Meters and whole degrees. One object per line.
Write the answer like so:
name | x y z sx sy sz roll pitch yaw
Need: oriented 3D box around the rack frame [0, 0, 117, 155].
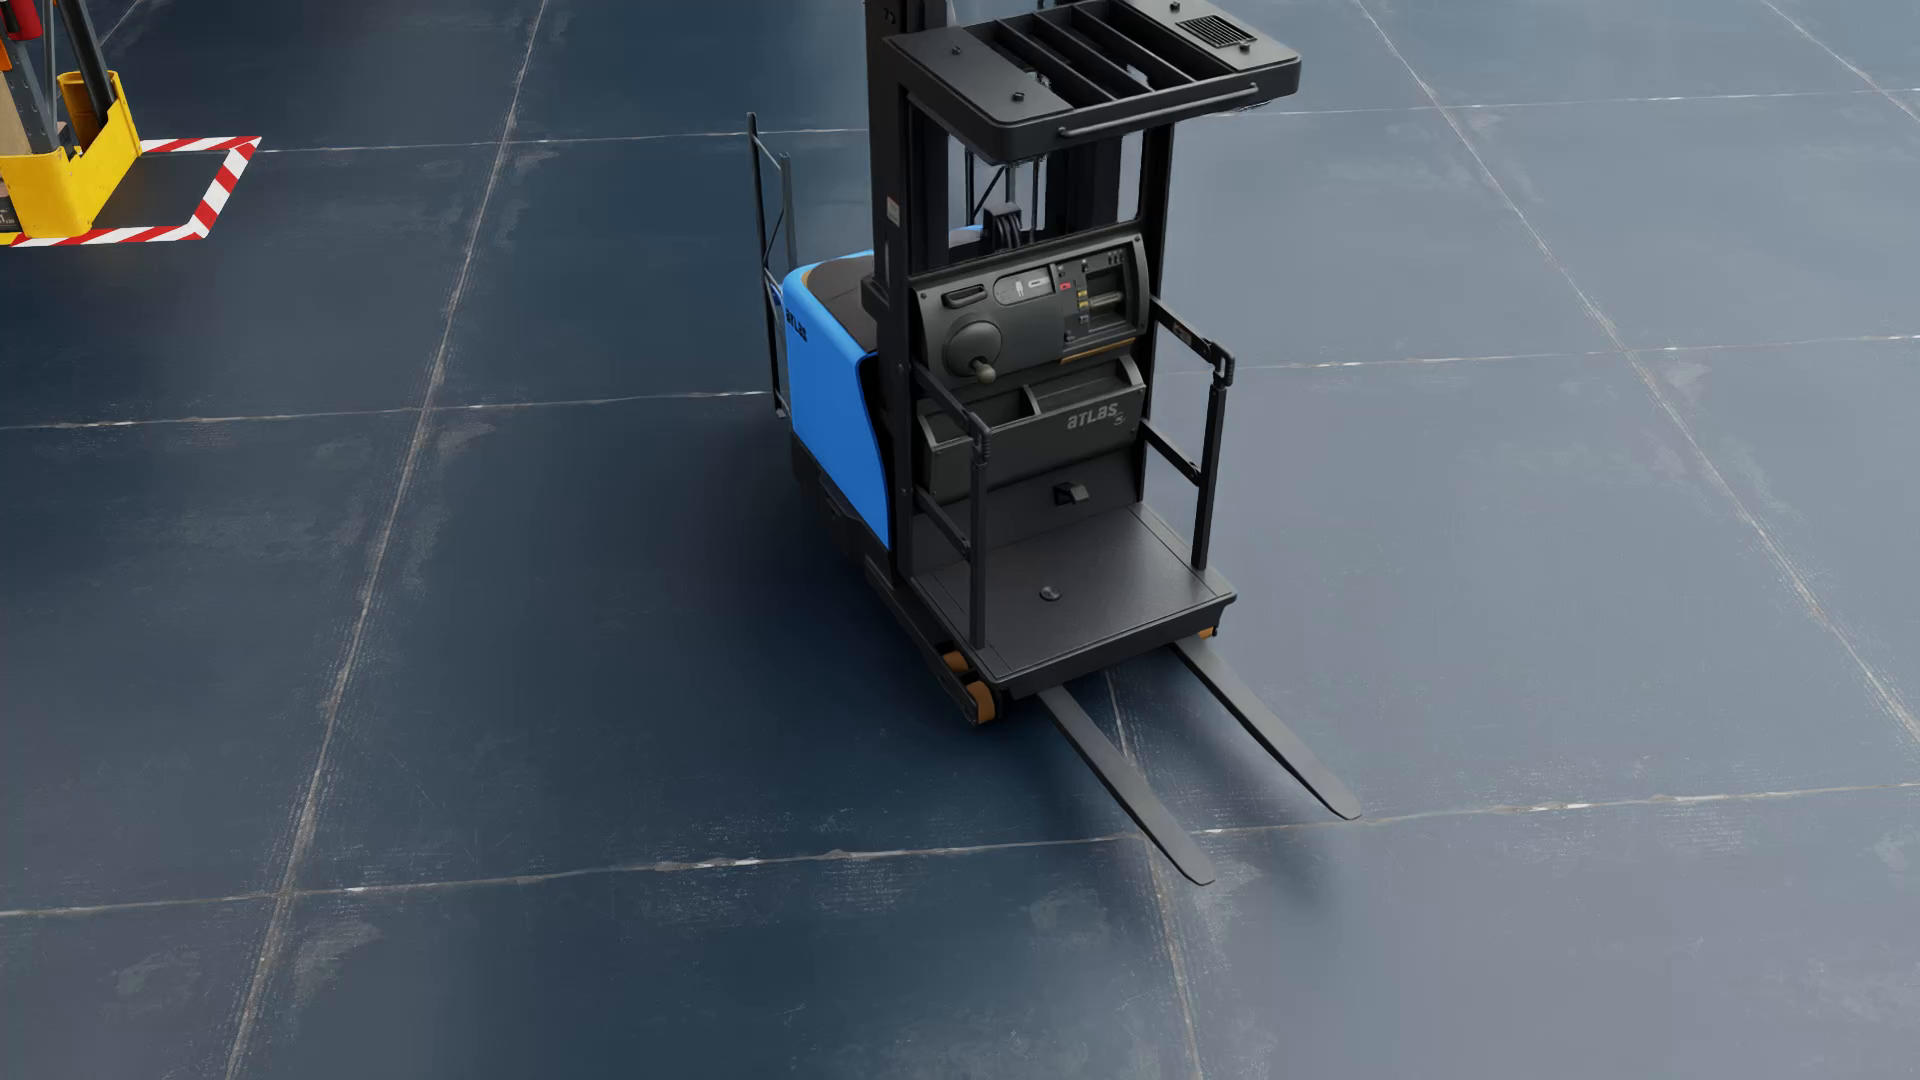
rack frame | -5.112 -3.253 8.951 0.127 3.000 1.000 -3 38 -4

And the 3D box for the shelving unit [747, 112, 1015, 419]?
shelving unit | -0.334 -1.230 7.588 1.048 1.500 0.538 -15 39 -18

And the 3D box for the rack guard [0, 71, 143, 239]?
rack guard | -5.187 -2.267 9.720 0.348 0.500 1.175 -3 38 -4

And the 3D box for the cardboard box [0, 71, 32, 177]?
cardboard box | -5.735 -2.412 9.565 0.500 0.500 0.500 4 38 4

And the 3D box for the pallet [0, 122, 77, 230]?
pallet | -6.000 -2.131 9.781 1.213 0.211 1.003 -3 38 -4

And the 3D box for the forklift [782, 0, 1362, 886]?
forklift | 0.375 -0.766 5.855 1.130 2.935 3.031 -18 42 -22

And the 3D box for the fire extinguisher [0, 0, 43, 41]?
fire extinguisher | -4.957 -2.944 8.623 0.183 0.674 0.296 -3 38 -4

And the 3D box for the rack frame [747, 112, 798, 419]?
rack frame | -0.802 -1.106 7.431 0.032 1.500 0.500 -15 39 -18

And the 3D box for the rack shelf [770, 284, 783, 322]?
rack shelf | -0.332 -1.086 7.696 1.000 0.185 0.538 -15 39 -18

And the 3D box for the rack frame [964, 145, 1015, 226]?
rack frame | 0.134 -1.353 7.744 0.032 1.500 0.500 -15 39 -18

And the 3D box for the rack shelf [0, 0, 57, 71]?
rack shelf | -7.104 -2.861 9.035 4.000 0.370 1.077 -3 38 -4
